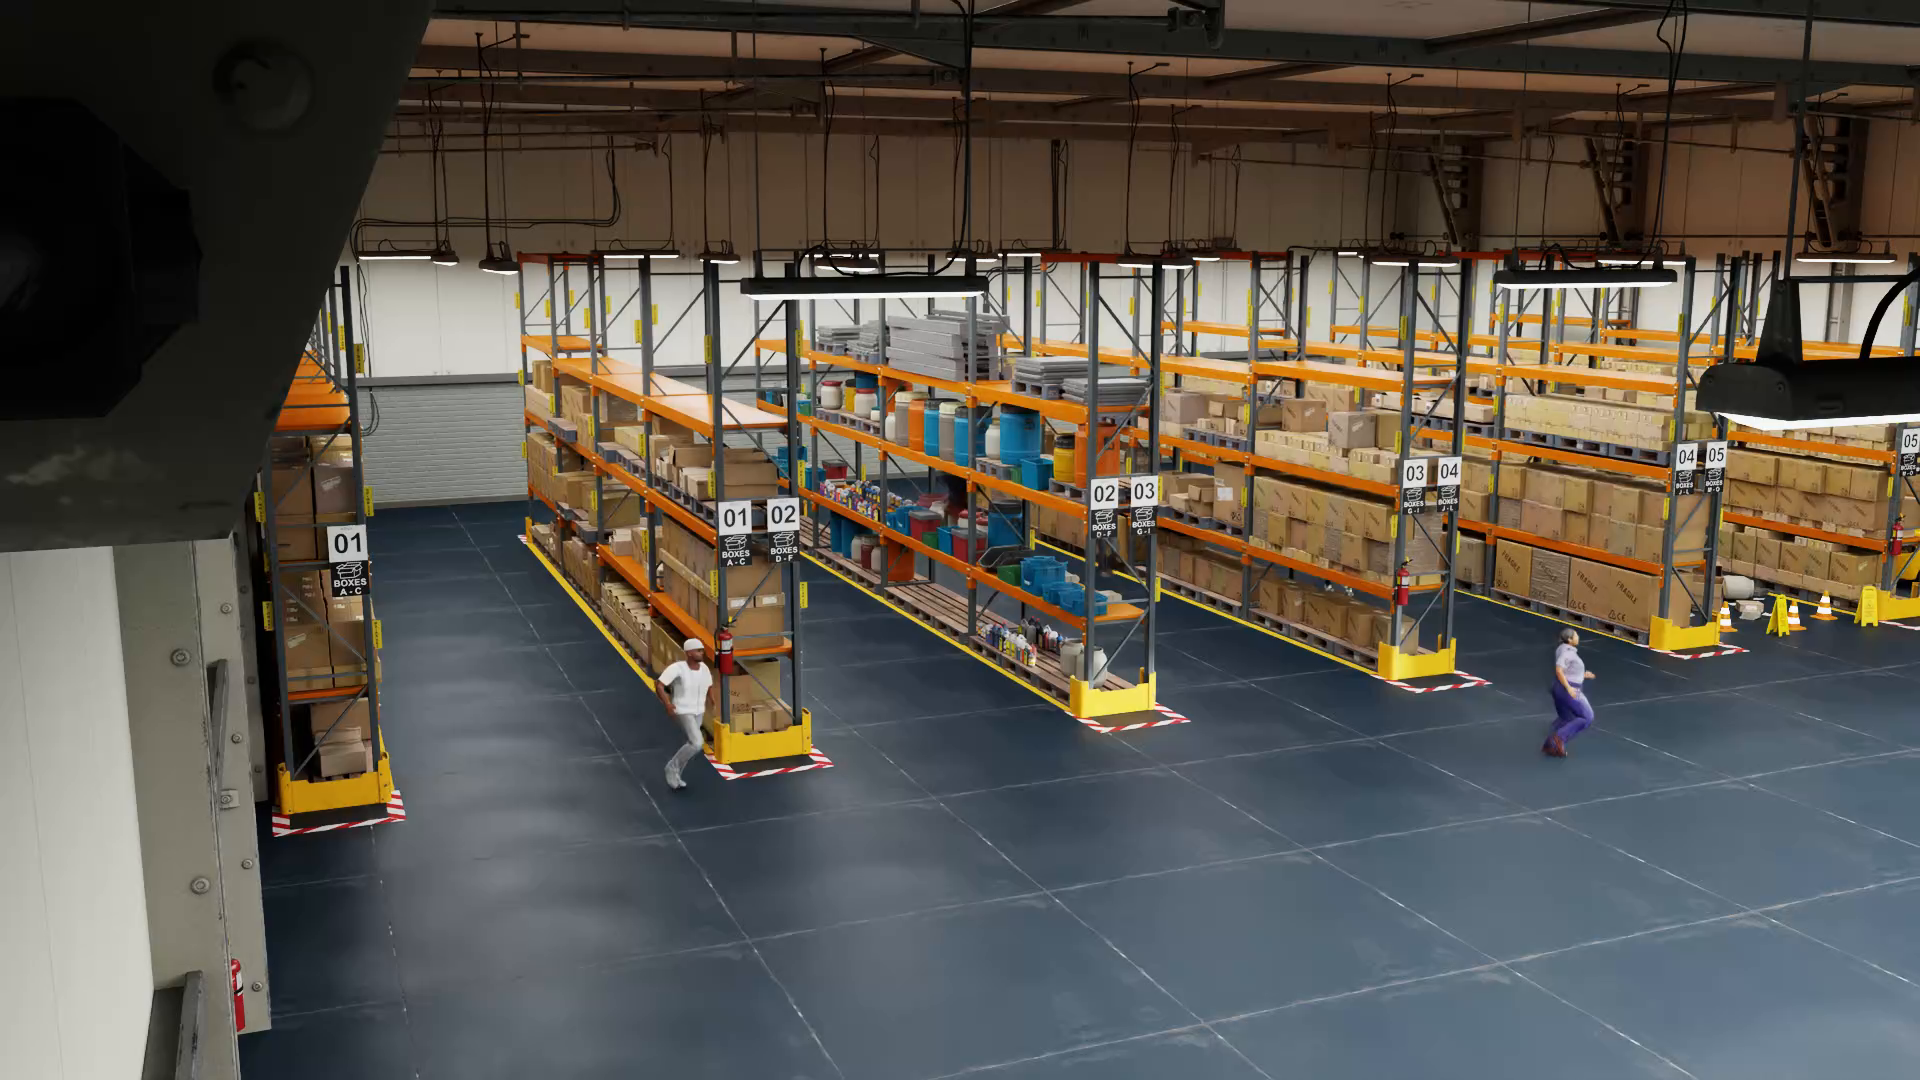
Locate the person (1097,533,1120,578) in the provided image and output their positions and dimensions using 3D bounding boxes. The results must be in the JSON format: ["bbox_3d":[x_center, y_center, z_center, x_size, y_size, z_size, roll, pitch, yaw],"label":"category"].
[{"bbox_3d":[2.641,-0.110,29.608,0.576,1.652,0.573,-5,11,-23],"label":"person"}]

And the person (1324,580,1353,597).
[{"bbox_3d":[6.842,0.208,29.457,0.546,1.592,0.815,-5,11,-25],"label":"person"}]

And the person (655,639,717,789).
[{"bbox_3d":[-3.107,2.000,19.308,0.589,1.709,0.731,7,12,32],"label":"person"}]

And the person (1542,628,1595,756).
[{"bbox_3d":[7.484,1.875,20.359,0.573,1.588,0.586,1,10,3],"label":"person"}]
